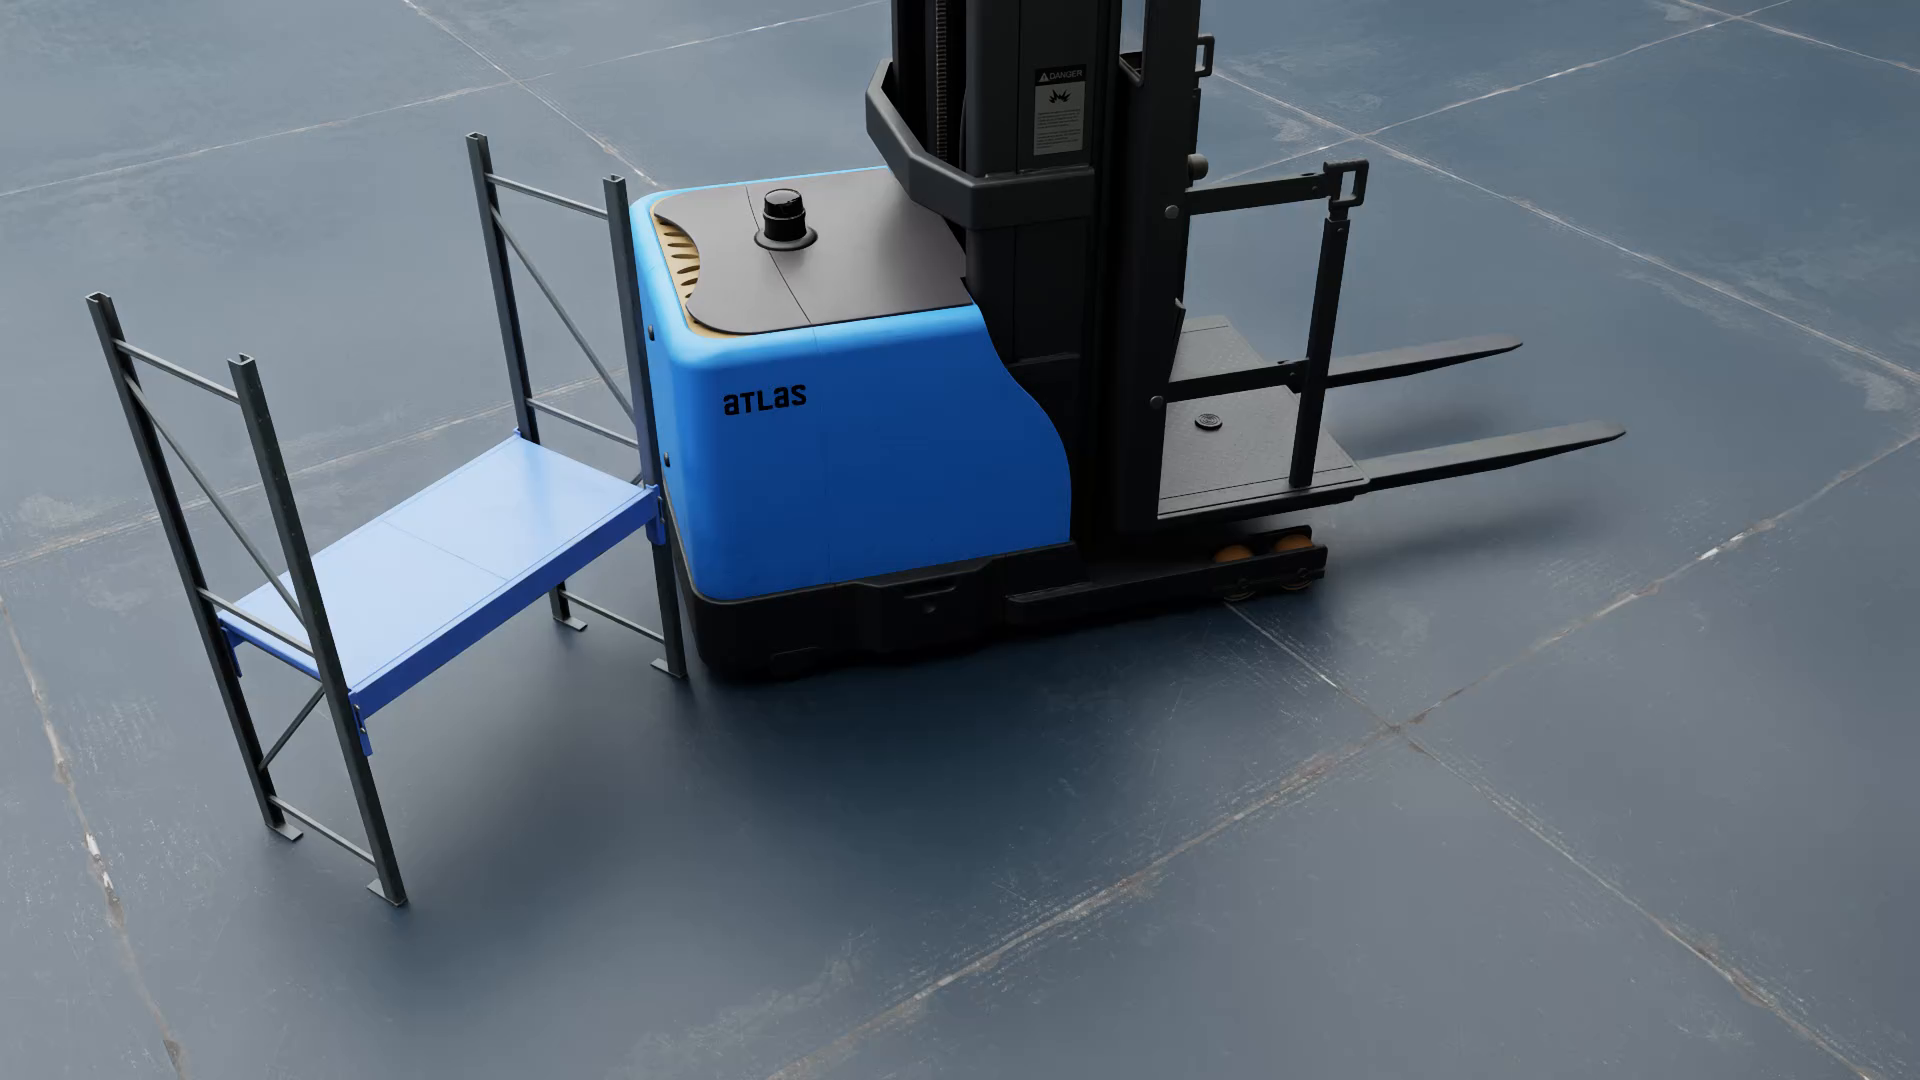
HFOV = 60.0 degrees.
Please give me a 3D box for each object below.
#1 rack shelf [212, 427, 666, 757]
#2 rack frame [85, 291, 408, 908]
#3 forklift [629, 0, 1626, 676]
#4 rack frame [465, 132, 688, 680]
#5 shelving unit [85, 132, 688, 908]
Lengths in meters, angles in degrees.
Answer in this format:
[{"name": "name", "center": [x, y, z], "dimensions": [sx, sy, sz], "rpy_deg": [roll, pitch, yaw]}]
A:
[{"name": "rack shelf", "center": [-1.273, 0.090, 4.148], "dimensions": [0.538, 0.185, 1.000], "rpy_deg": [21, 41, 27]}, {"name": "rack frame", "center": [-1.556, 0.191, 3.701], "dimensions": [0.500, 1.500, 0.032], "rpy_deg": [21, 41, 27]}, {"name": "forklift", "center": [0.600, -1.293, 4.538], "dimensions": [3.031, 2.935, 1.130], "rpy_deg": [-10, 37, -13]}, {"name": "rack frame", "center": [-0.990, -0.303, 4.386], "dimensions": [0.500, 1.500, 0.032], "rpy_deg": [21, 41, 27]}, {"name": "shelving unit", "center": [-1.273, -0.056, 4.043], "dimensions": [0.538, 1.500, 1.048], "rpy_deg": [21, 41, 27]}]
